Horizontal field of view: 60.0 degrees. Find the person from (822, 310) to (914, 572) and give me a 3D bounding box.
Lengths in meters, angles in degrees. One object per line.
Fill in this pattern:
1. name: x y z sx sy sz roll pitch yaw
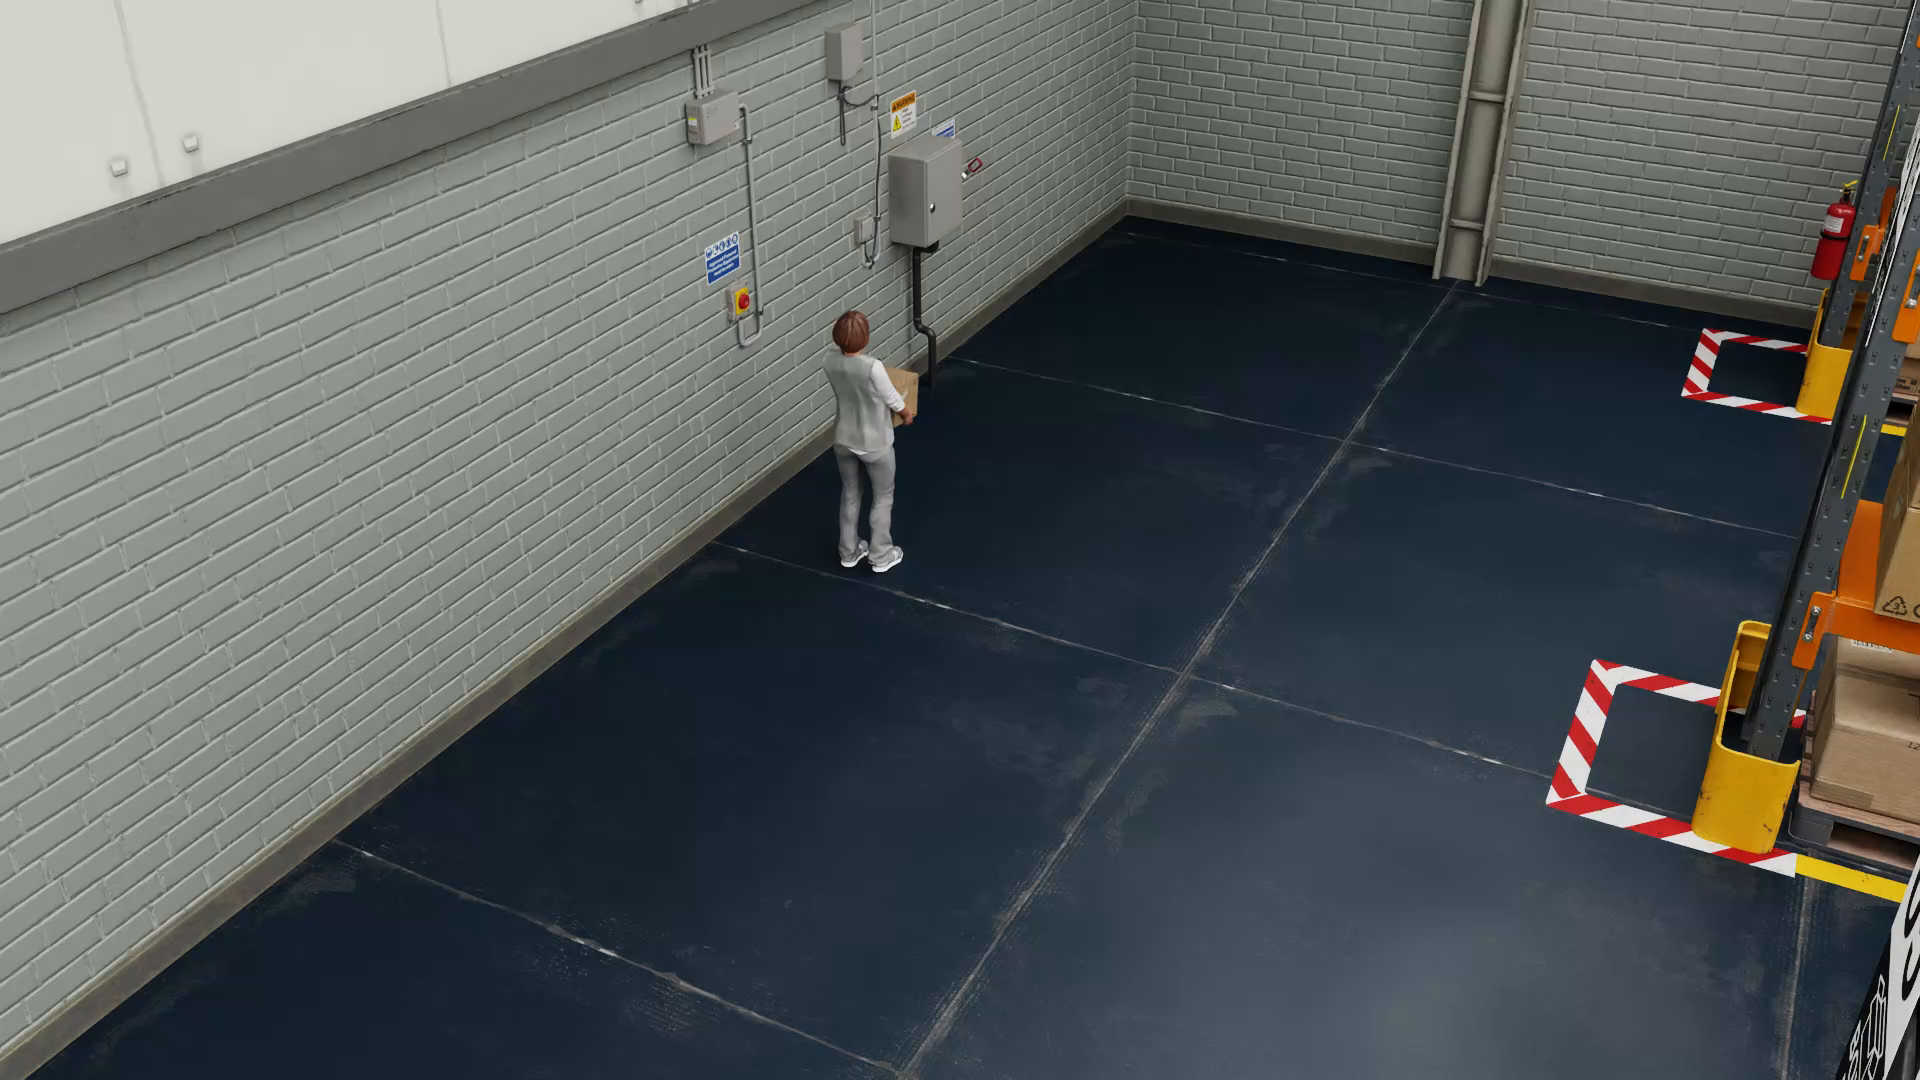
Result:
1. person: -0.495 -0.576 9.275 0.404 1.591 0.491 15 34 24
